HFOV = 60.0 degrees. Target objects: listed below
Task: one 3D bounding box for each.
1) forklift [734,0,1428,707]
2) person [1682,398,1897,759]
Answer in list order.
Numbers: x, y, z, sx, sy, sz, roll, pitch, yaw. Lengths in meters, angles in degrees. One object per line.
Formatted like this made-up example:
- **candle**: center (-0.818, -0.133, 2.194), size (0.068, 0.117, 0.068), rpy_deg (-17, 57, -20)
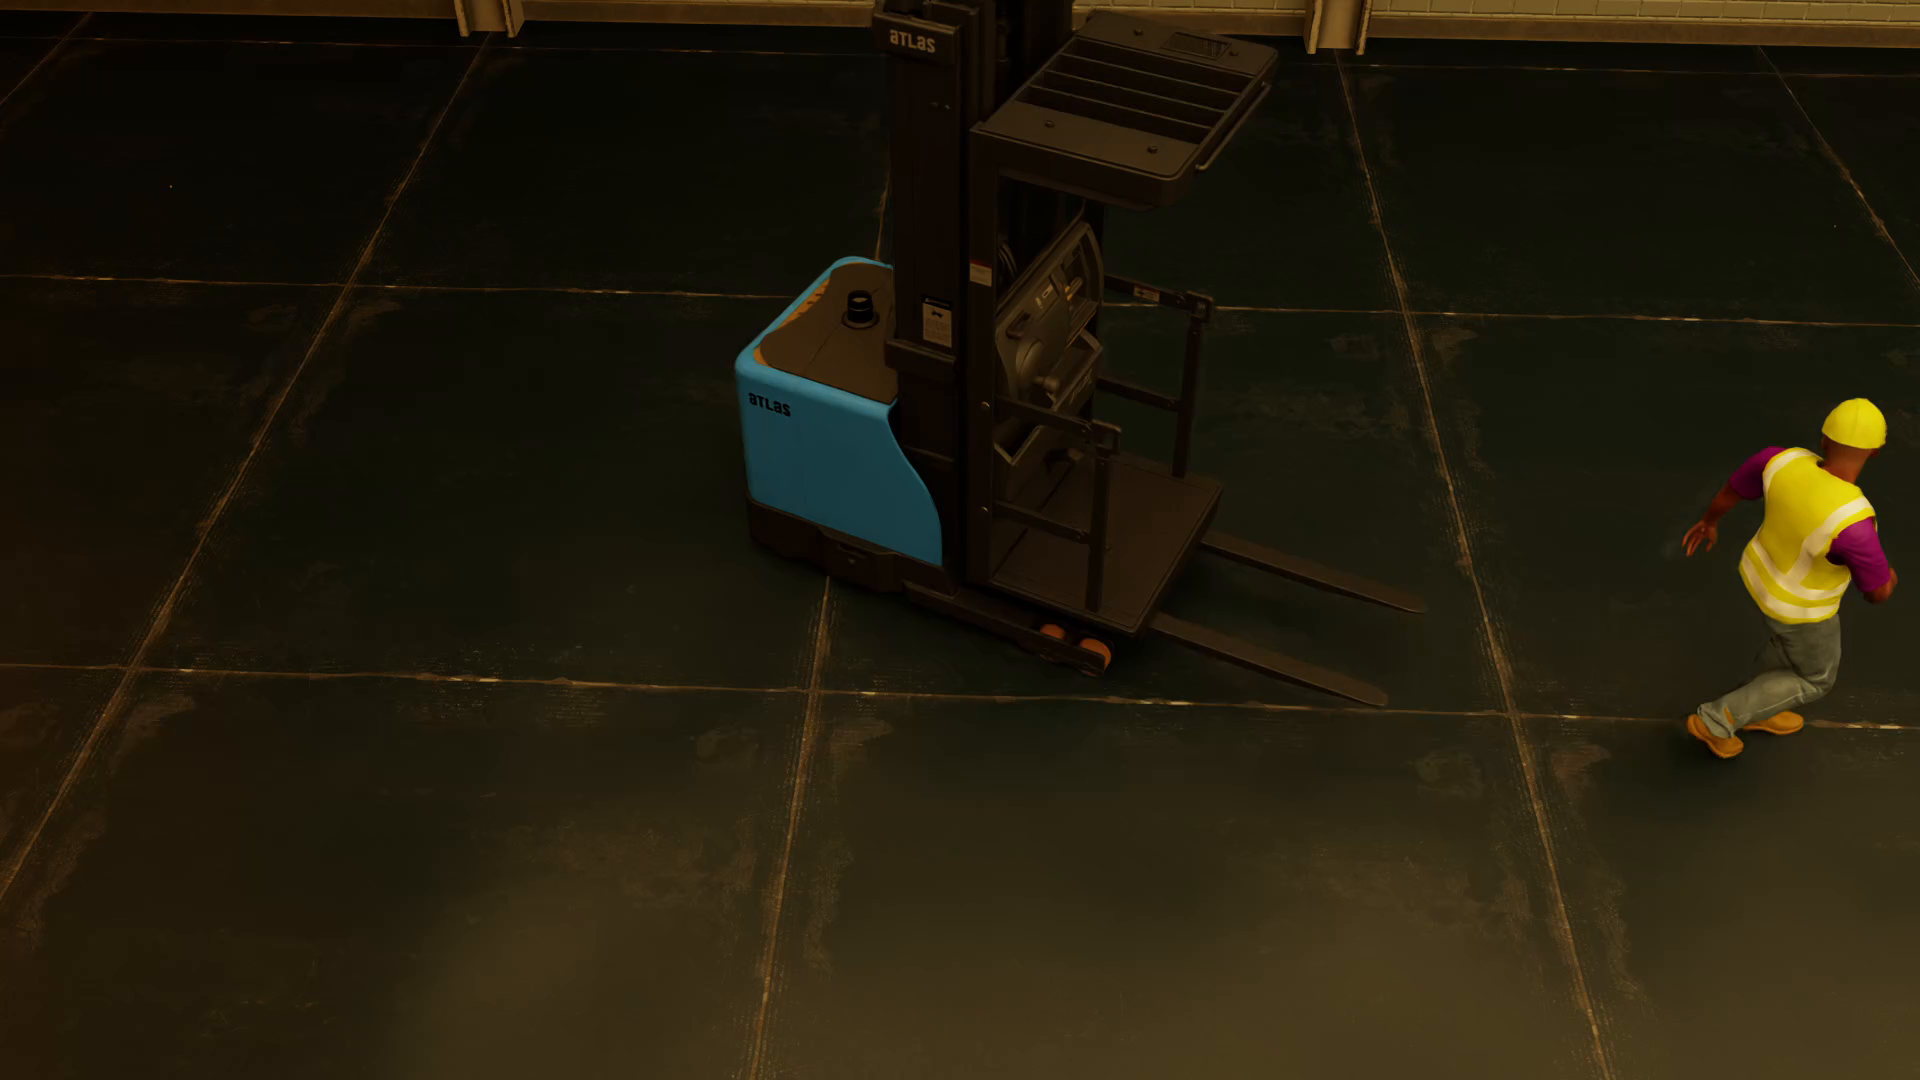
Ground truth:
- **forklift**: center (0.552, -0.901, 6.729), size (3.031, 2.935, 1.130), rpy_deg (19, 46, 20)
- **person**: center (3.270, 0.152, 6.487), size (0.625, 1.709, 0.729), rpy_deg (-2, 42, -2)
